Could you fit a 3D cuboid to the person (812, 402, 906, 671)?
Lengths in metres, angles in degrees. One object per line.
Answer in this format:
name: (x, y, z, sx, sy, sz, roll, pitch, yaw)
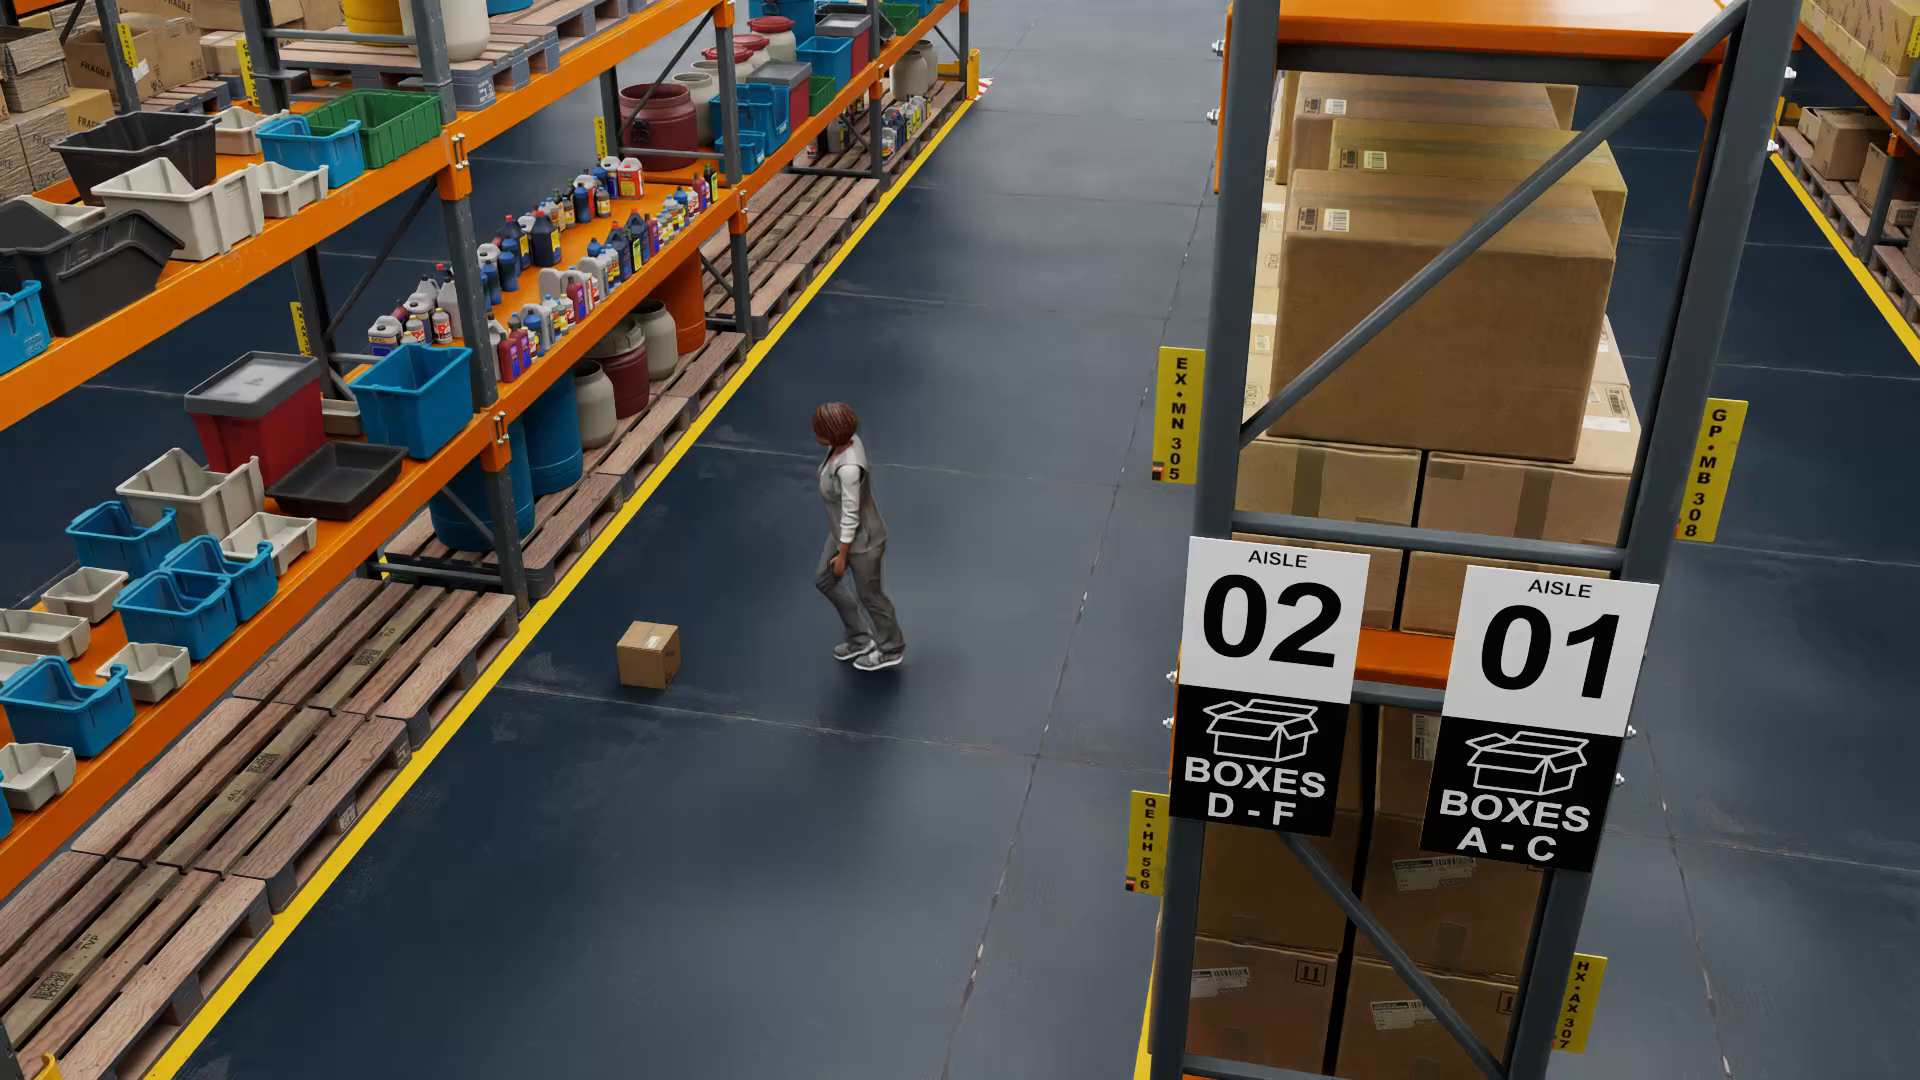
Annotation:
person: (-0.515, -0.001, 8.599, 0.459, 1.595, 0.423, -8, 30, -14)
